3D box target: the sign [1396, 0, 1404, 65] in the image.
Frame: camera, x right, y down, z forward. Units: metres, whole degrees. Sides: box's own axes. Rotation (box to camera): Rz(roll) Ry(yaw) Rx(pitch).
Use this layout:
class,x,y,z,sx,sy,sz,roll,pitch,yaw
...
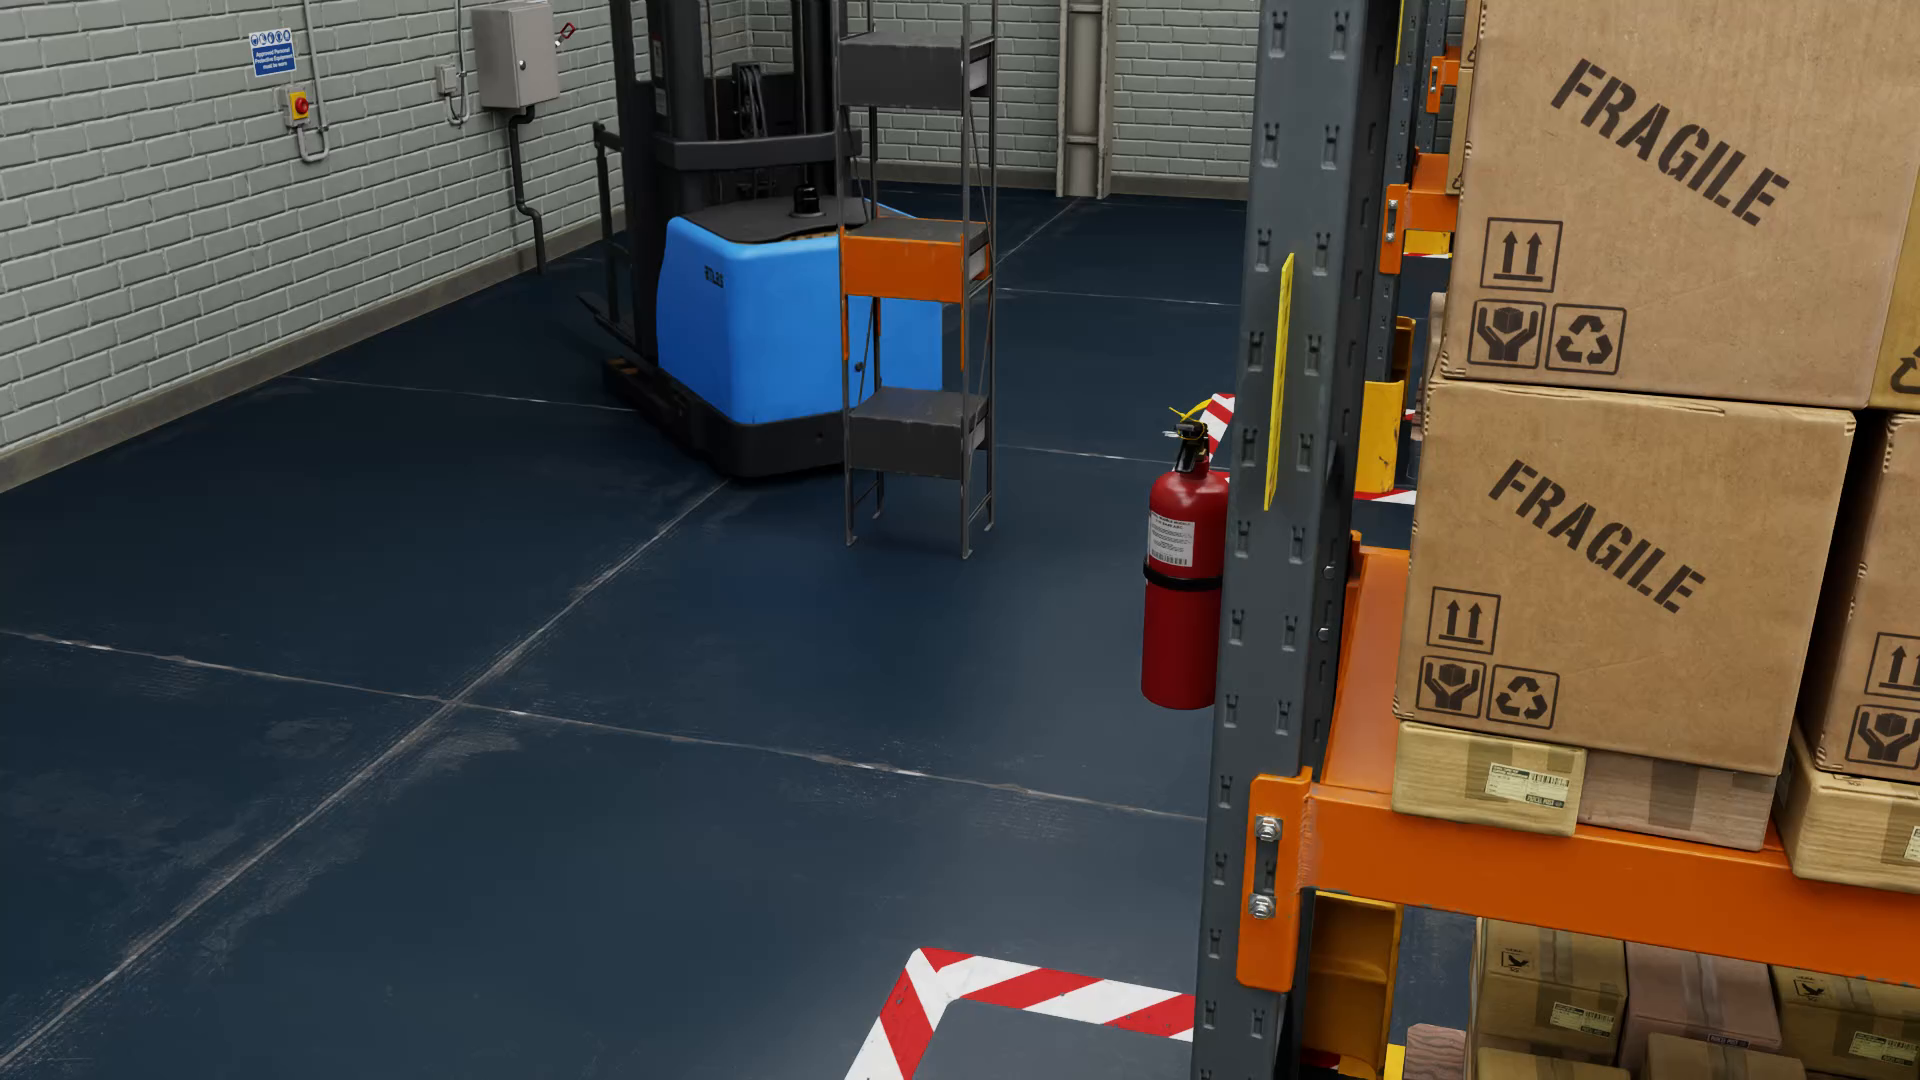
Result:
class,x,y,z,sx,sy,sz,roll,pitch,yaw
sign,1.742,-2.048,6.564,0.005,0.325,0.100,7,23,16

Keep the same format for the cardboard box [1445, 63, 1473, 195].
class,x,y,z,sx,sy,sz,roll,pitch,yaw
cardboard box,2.284,-1.701,6.832,0.500,0.500,0.500,6,23,15

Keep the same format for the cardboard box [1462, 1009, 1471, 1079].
class,x,y,z,sx,sy,sz,roll,pitch,yaw
cardboard box,1.139,1.105,3.328,0.250,0.149,0.380,7,23,16

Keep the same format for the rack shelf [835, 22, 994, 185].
class,x,y,z,sx,sy,sz,roll,pitch,yaw
rack shelf,-0.158,-1.625,6.155,0.480,0.518,0.431,7,23,16

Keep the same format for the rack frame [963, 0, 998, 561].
class,x,y,z,sx,sy,sz,roll,pitch,yaw
rack frame,0.075,-0.963,6.351,0.015,2.100,0.400,7,23,16

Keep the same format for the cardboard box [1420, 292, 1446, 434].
class,x,y,z,sx,sy,sz,roll,pitch,yaw
cardboard box,2.568,-0.784,7.552,0.875,0.438,0.875,6,23,14

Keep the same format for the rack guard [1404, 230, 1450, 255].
class,x,y,z,sx,sy,sz,roll,pitch,yaw
rack guard,3.411,-2.451,12.085,0.348,0.500,1.175,7,23,16

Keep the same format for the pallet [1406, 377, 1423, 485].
class,x,y,z,sx,sy,sz,roll,pitch,yaw
pallet,2.696,-0.462,7.619,1.213,0.211,1.003,7,23,16

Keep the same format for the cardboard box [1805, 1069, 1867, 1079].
class,x,y,z,sx,sy,sz,roll,pitch,yaw
cardboard box,1.660,0.996,3.201,0.250,0.149,0.380,6,23,13

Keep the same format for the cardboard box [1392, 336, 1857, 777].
class,x,y,z,sx,sy,sz,roll,pitch,yaw
cardboard box,0.924,-0.036,2.382,0.500,0.500,0.500,8,24,18

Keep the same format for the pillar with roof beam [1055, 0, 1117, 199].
class,x,y,z,sx,sy,sz,roll,pitch,yaw
pillar with roof beam,-0.227,-5.450,8.198,0.400,9.000,9.100,7,23,16

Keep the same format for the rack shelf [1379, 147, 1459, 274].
class,x,y,z,sx,sy,sz,roll,pitch,yaw
rack shelf,3.822,-1.259,6.836,4.000,0.370,1.077,7,23,16

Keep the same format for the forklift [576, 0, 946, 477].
class,x,y,z,sx,sy,sz,roll,pitch,yaw
forklift,-1.214,-2.146,8.141,1.130,2.935,3.031,-12,25,-26

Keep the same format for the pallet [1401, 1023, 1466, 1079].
class,x,y,z,sx,sy,sz,roll,pitch,yaw
pallet,1.415,1.398,3.083,1.213,0.211,1.003,7,23,16

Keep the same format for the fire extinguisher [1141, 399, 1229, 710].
class,x,y,z,sx,sy,sz,roll,pitch,yaw
fire extinguisher,0.467,0.011,3.384,0.183,0.674,0.296,7,23,16

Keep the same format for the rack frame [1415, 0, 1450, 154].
class,x,y,z,sx,sy,sz,roll,pitch,yaw
rack frame,3.338,-3.615,11.631,0.127,3.000,1.000,7,23,16

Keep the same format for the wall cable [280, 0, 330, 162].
class,x,y,z,sx,sy,sz,roll,pitch,yaw
wall cable,-3.498,-2.906,8.521,0.123,1.953,0.585,7,23,16

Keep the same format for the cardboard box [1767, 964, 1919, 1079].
class,x,y,z,sx,sy,sz,roll,pitch,yaw
cardboard box,1.663,0.844,3.179,0.250,0.149,0.380,6,23,14

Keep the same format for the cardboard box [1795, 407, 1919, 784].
class,x,y,z,sx,sy,sz,roll,pitch,yaw
cardboard box,1.444,0.013,2.262,0.500,0.500,0.500,7,23,16

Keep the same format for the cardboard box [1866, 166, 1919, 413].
class,x,y,z,sx,sy,sz,roll,pitch,yaw
cardboard box,1.413,-0.450,2.073,0.500,0.500,0.500,7,23,17

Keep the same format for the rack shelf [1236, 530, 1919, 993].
class,x,y,z,sx,sy,sz,roll,pitch,yaw
rack shelf,2.489,0.550,2.424,4.000,0.370,1.077,7,23,16

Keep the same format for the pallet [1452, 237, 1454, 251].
class,x,y,z,sx,sy,sz,roll,pitch,yaw
pallet,4.174,-2.230,11.928,1.213,0.211,1.003,7,23,16

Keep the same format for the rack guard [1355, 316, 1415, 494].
class,x,y,z,sx,sy,sz,roll,pitch,yaw
rack guard,1.885,-0.658,7.714,0.348,0.500,1.175,7,23,16

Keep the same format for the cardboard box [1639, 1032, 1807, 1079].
class,x,y,z,sx,sy,sz,roll,pitch,yaw
cardboard box,1.277,1.015,2.763,0.250,0.149,0.380,7,23,16

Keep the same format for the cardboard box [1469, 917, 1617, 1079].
class,x,y,z,sx,sy,sz,roll,pitch,yaw
cardboard box,1.162,0.939,3.339,0.250,0.149,0.380,6,23,14

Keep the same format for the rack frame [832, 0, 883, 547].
class,x,y,z,sx,sy,sz,roll,pitch,yaw
rack frame,-0.392,-1.016,6.481,0.015,2.100,0.400,7,23,16

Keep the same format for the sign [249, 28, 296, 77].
class,x,y,z,sx,sy,sz,roll,pitch,yaw
sign,-3.570,-2.535,8.642,0.001,0.218,0.327,7,23,16

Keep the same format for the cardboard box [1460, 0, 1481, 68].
class,x,y,z,sx,sy,sz,roll,pitch,yaw
cardboard box,2.285,-2.164,6.644,0.500,0.500,0.500,6,23,14

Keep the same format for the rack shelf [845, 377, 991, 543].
class,x,y,z,sx,sy,sz,roll,pitch,yaw
rack shelf,-0.158,-0.329,6.687,0.480,0.518,0.431,7,23,16

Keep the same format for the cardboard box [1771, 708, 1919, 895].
class,x,y,z,sx,sy,sz,roll,pitch,yaw
cardboard box,1.288,0.331,2.342,0.250,0.149,0.380,6,23,14

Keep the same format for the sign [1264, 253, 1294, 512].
class,x,y,z,sx,sy,sz,roll,pitch,yaw
sign,0.418,-0.205,2.177,0.005,0.325,0.100,7,23,16

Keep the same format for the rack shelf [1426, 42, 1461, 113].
class,x,y,z,sx,sy,sz,roll,pitch,yaw
rack shelf,5.253,-3.063,11.233,4.000,0.370,1.077,7,23,16

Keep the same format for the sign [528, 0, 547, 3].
class,x,y,z,sx,sy,sz,roll,pitch,yaw
sign,-2.807,-3.327,11.052,0.001,0.494,0.329,7,23,16

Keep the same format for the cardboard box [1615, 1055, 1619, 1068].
class,x,y,z,sx,sy,sz,roll,pitch,yaw
cardboard box,1.397,0.988,3.221,0.250,0.149,0.380,6,23,14

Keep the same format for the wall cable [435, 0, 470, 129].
class,x,y,z,sx,sy,sz,roll,pitch,yaw
wall cable,-3.099,-3.408,9.786,0.122,1.984,0.588,7,23,16

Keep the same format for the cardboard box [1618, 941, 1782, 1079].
class,x,y,z,sx,sy,sz,roll,pitch,yaw
cardboard box,1.378,0.862,3.136,0.250,0.149,0.380,7,23,17

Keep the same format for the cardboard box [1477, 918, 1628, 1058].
class,x,y,z,sx,sy,sz,roll,pitch,yaw
cardboard box,1.155,0.813,3.254,0.250,0.149,0.380,7,23,16

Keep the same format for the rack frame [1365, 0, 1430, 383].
class,x,y,z,sx,sy,sz,roll,pitch,yaw
rack frame,1.908,-1.811,7.234,0.127,3.000,1.000,7,23,16

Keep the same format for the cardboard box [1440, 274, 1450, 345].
class,x,y,z,sx,sy,sz,roll,pitch,yaw
cardboard box,1.079,-0.230,2.855,0.500,0.500,0.500,7,23,17

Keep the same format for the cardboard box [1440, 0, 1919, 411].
class,x,y,z,sx,sy,sz,roll,pitch,yaw
cardboard box,0.928,-0.503,2.202,0.500,0.500,0.500,6,23,15

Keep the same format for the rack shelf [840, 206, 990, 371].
class,x,y,z,sx,sy,sz,roll,pitch,yaw
rack shelf,-0.158,-0.977,6.421,0.480,0.518,0.431,7,23,16

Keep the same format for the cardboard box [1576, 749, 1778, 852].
class,x,y,z,sx,sy,sz,roll,pitch,yaw
cardboard box,1.046,0.282,2.462,0.250,0.149,0.380,7,23,17

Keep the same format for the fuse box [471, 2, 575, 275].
class,x,y,z,sx,sy,sz,roll,pitch,yaw
fuse box,-2.751,-2.572,10.786,0.414,1.711,0.539,7,23,16

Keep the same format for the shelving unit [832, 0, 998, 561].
class,x,y,z,sx,sy,sz,roll,pitch,yaw
shelving unit,-0.158,-0.990,6.416,0.503,2.100,0.431,7,23,16

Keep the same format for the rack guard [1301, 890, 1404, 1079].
class,x,y,z,sx,sy,sz,roll,pitch,yaw
rack guard,0.647,1.163,3.276,0.348,0.500,1.175,7,23,16

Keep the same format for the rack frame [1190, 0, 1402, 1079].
class,x,y,z,sx,sy,sz,roll,pitch,yaw
rack frame,0.574,-0.002,2.822,0.127,3.000,1.000,7,23,16

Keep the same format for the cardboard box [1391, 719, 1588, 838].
class,x,y,z,sx,sy,sz,roll,pitch,yaw
cardboard box,0.790,0.269,2.493,0.250,0.149,0.380,6,23,15

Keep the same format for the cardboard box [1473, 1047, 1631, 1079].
class,x,y,z,sx,sy,sz,roll,pitch,yaw
cardboard box,0.978,1.028,2.730,0.250,0.149,0.380,5,23,13
